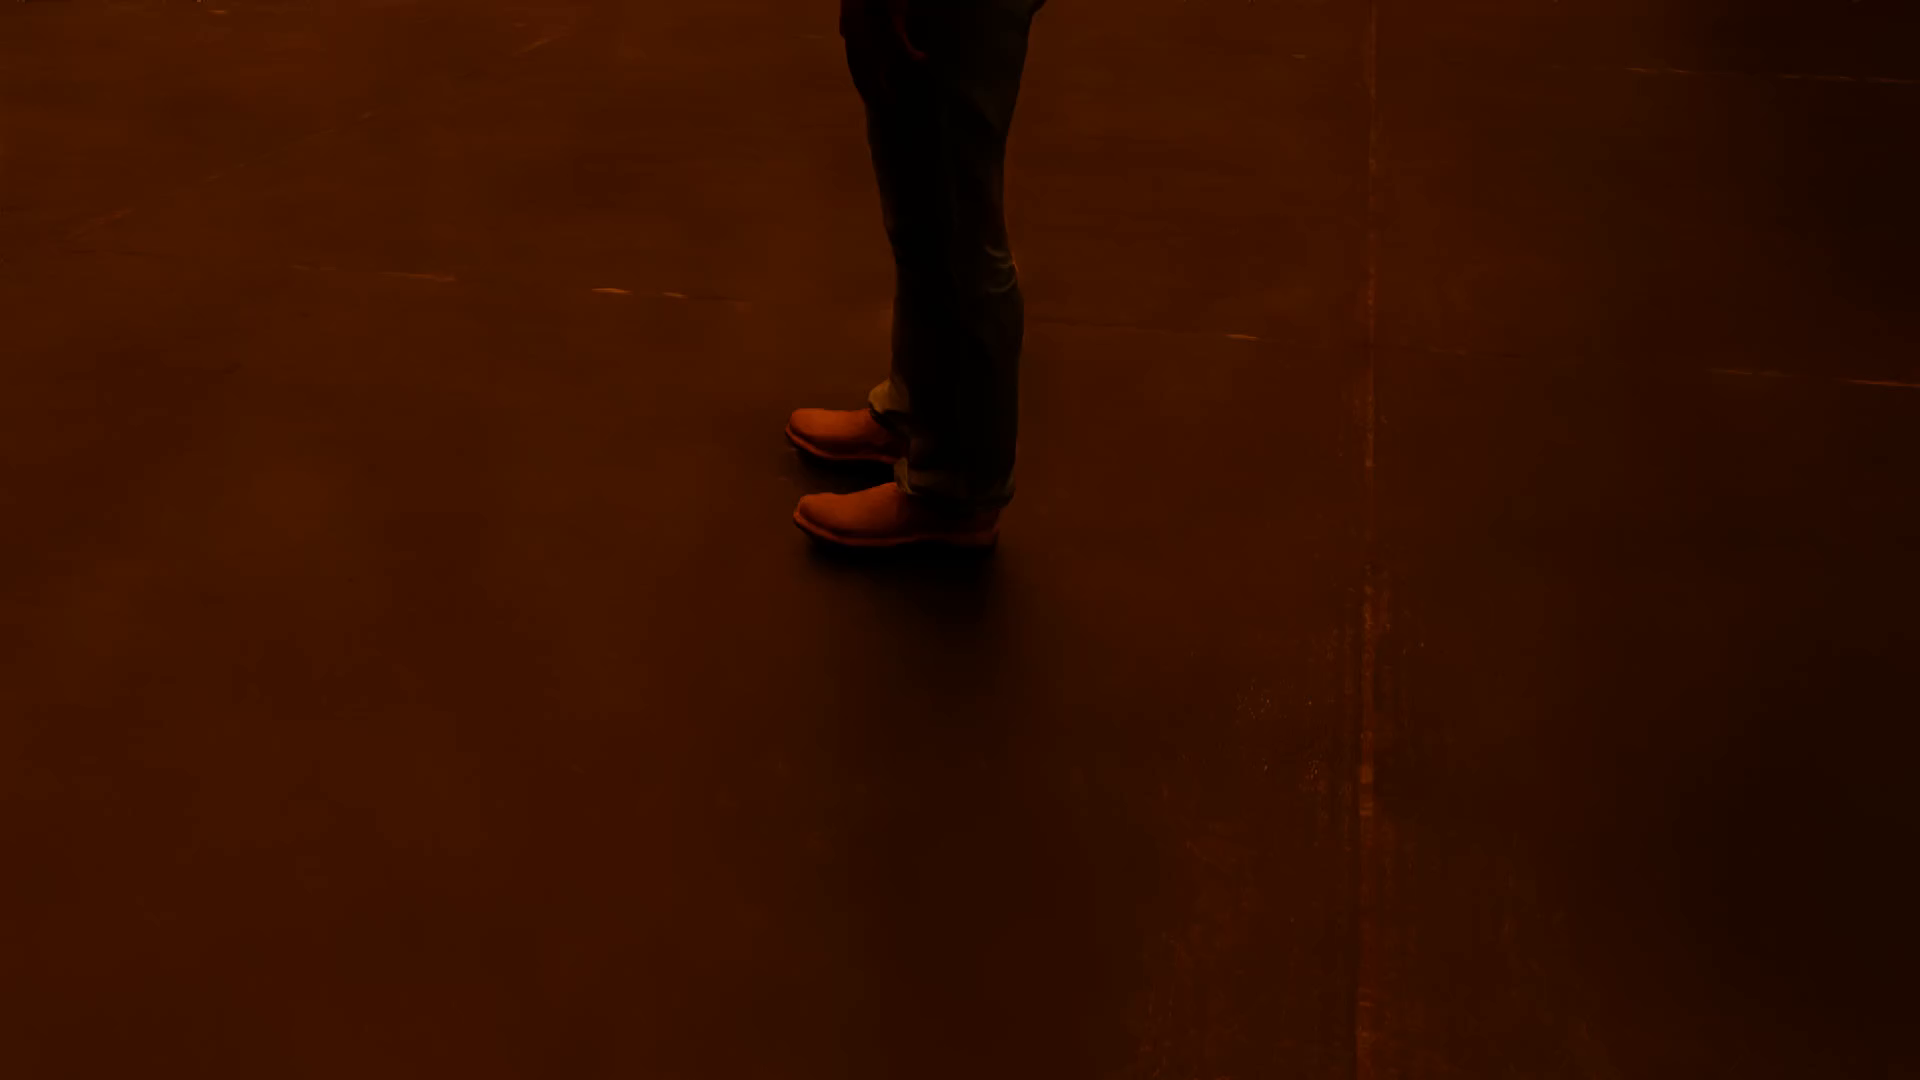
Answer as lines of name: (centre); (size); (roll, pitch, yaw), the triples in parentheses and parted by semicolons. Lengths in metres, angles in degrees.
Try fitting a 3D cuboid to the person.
person: (-0.067, -0.804, 2.117); (0.576, 1.766, 0.665); (6, 27, 11)
